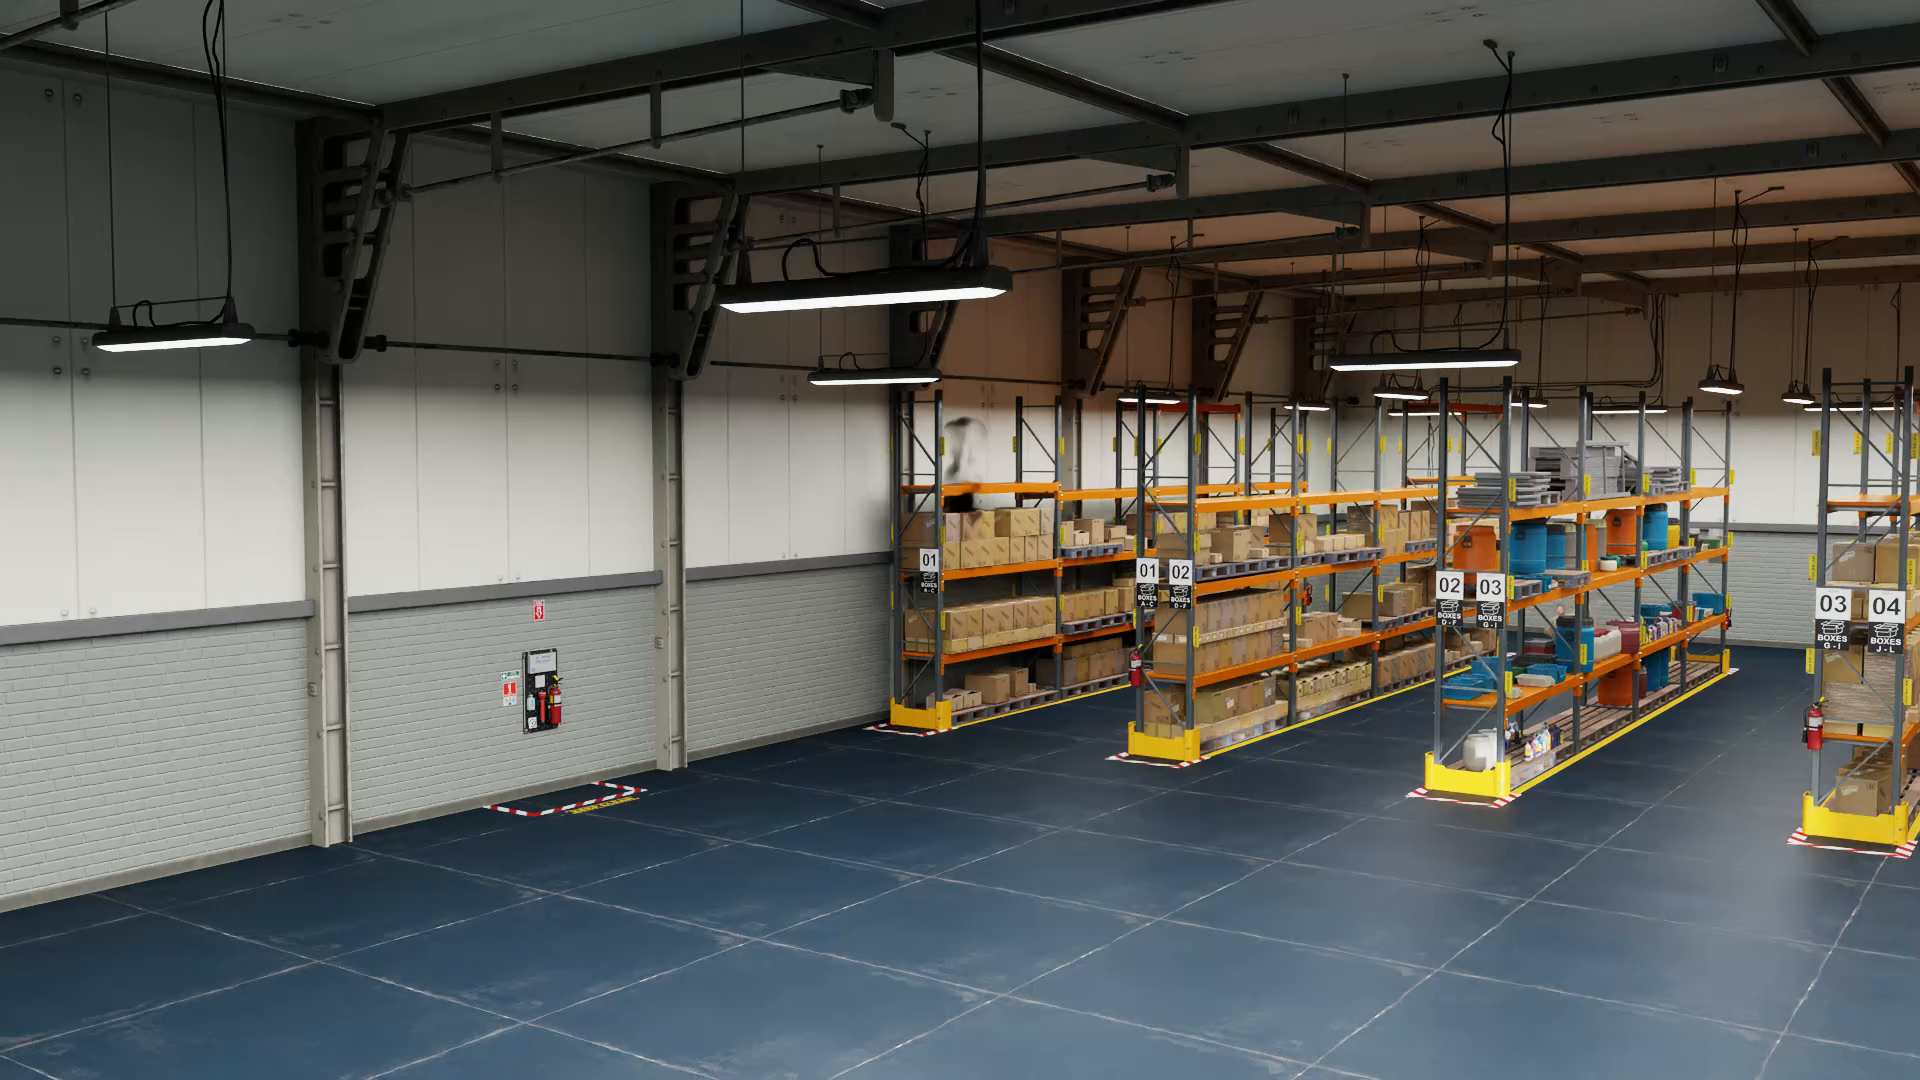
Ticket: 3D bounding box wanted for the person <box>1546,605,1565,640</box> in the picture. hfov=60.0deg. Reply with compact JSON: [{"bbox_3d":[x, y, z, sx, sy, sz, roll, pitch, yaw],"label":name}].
[{"bbox_3d":[12.810,2.173,35.482,0.588,1.596,0.758,2,4,30],"label":"person"}]
